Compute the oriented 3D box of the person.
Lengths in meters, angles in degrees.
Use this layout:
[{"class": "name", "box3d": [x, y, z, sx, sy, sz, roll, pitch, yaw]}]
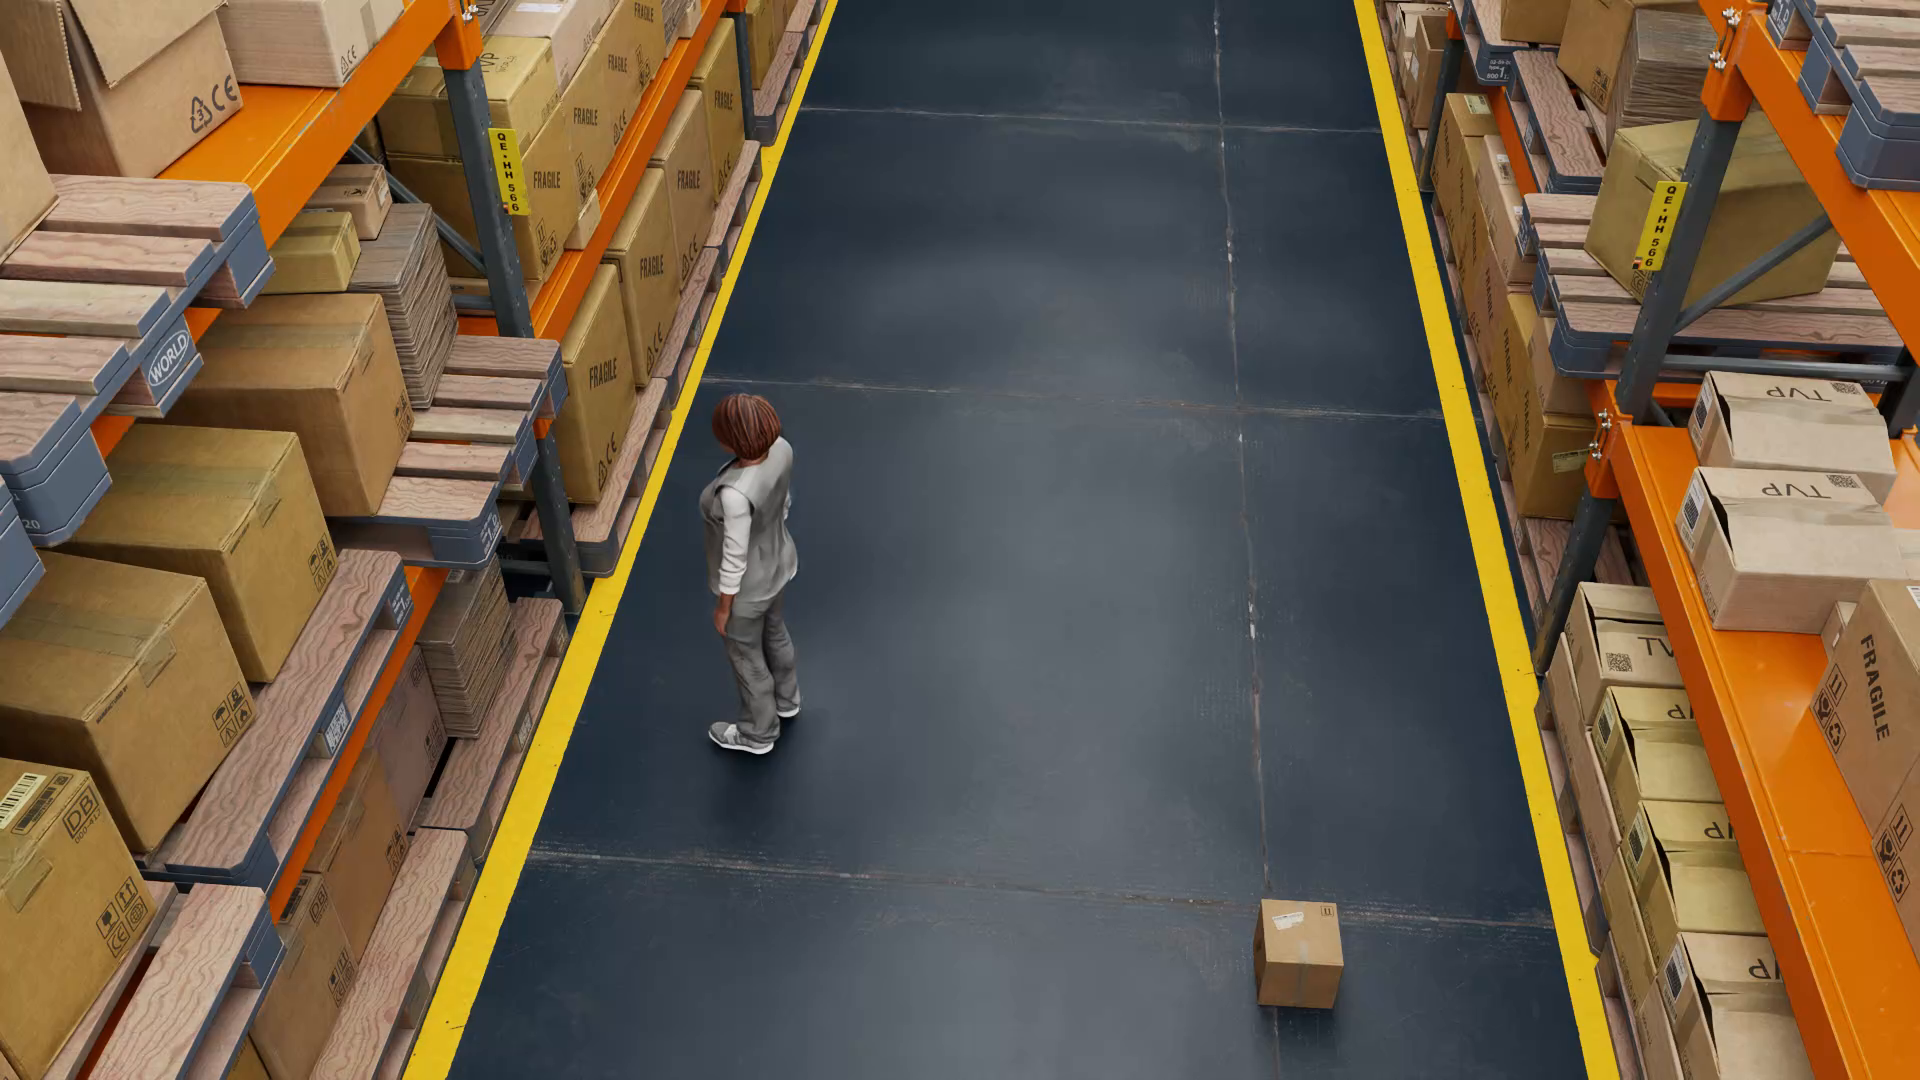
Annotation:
[{"class": "person", "box3d": [-0.773, 0.134, 5.979, 0.351, 1.608, 0.442, 16, 43, 17]}]
